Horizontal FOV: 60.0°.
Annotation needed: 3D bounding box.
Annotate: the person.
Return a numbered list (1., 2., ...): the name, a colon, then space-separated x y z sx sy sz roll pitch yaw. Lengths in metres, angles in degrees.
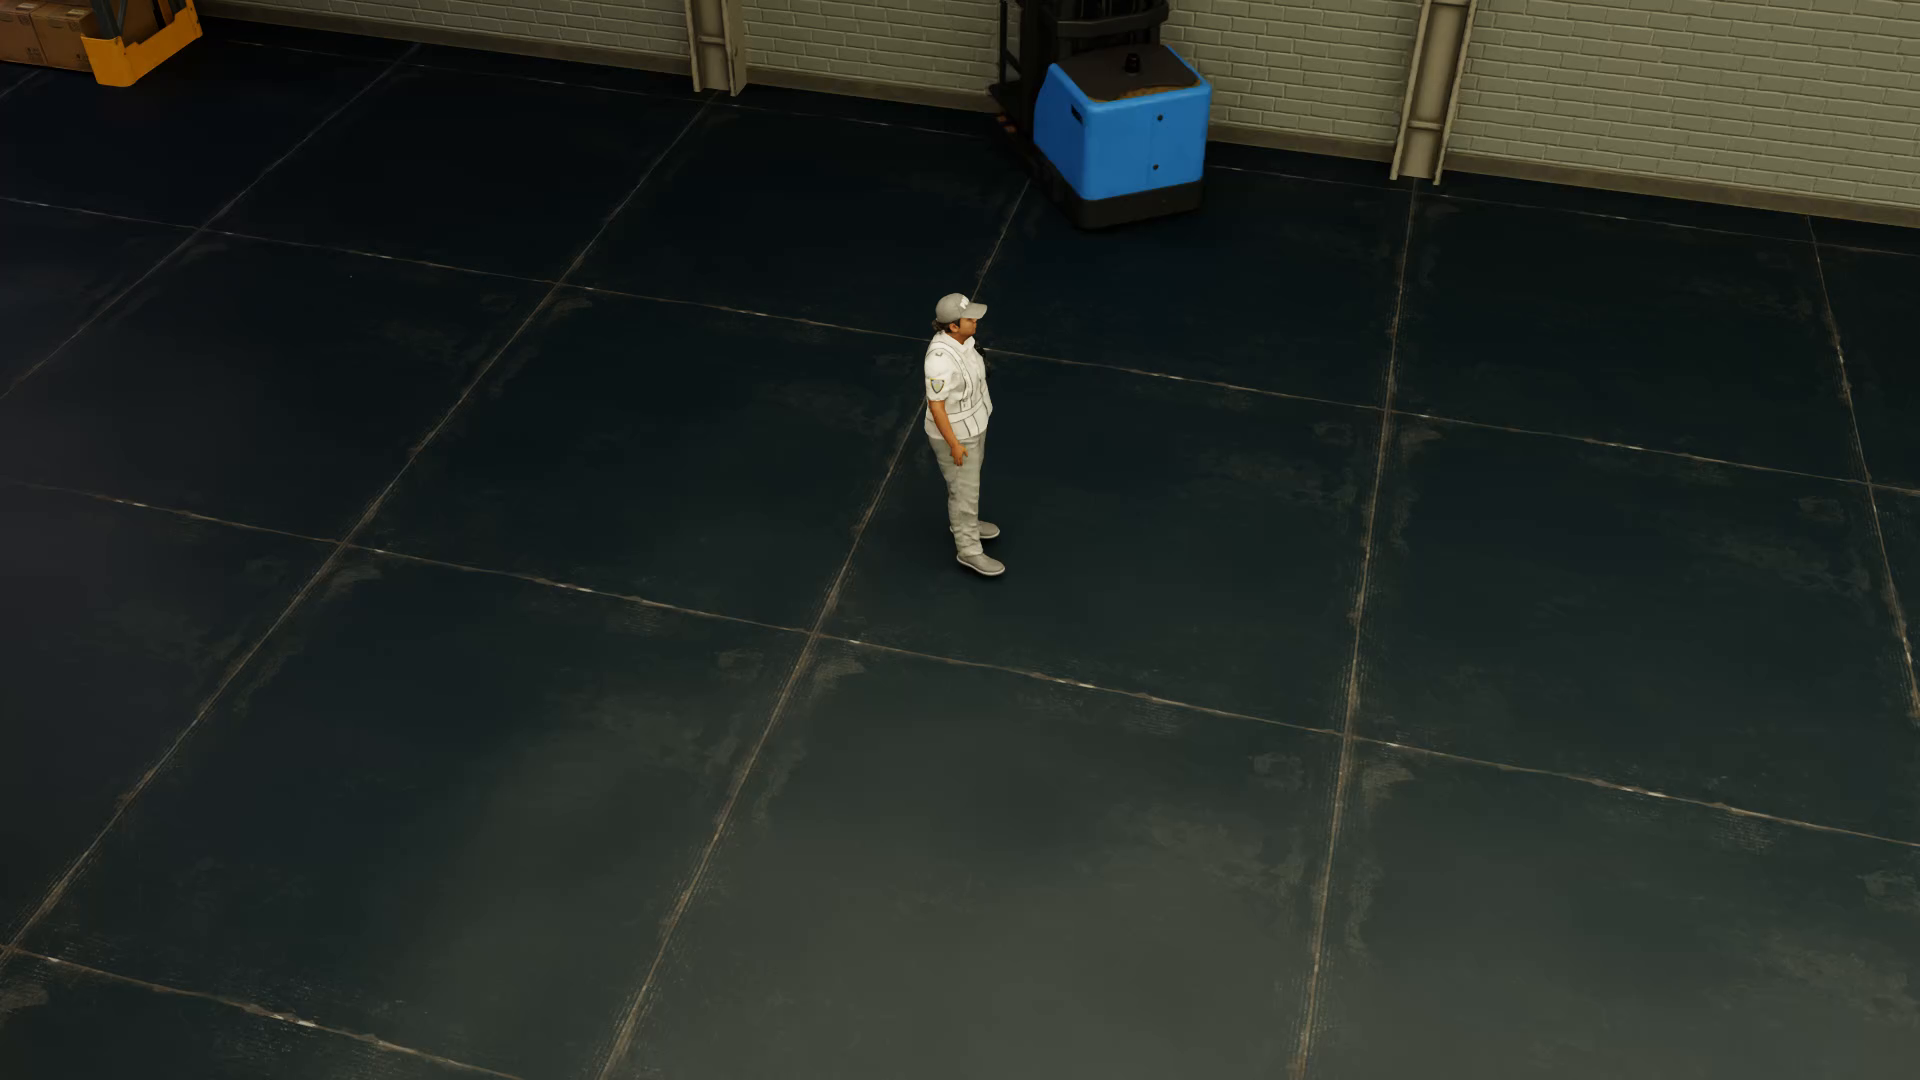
1. person: 0.068 -0.634 9.473 0.529 1.670 0.598 10 42 11

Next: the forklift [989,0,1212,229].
1. forklift: 0.906 -4.454 12.943 1.130 2.935 3.031 -14 43 -15
